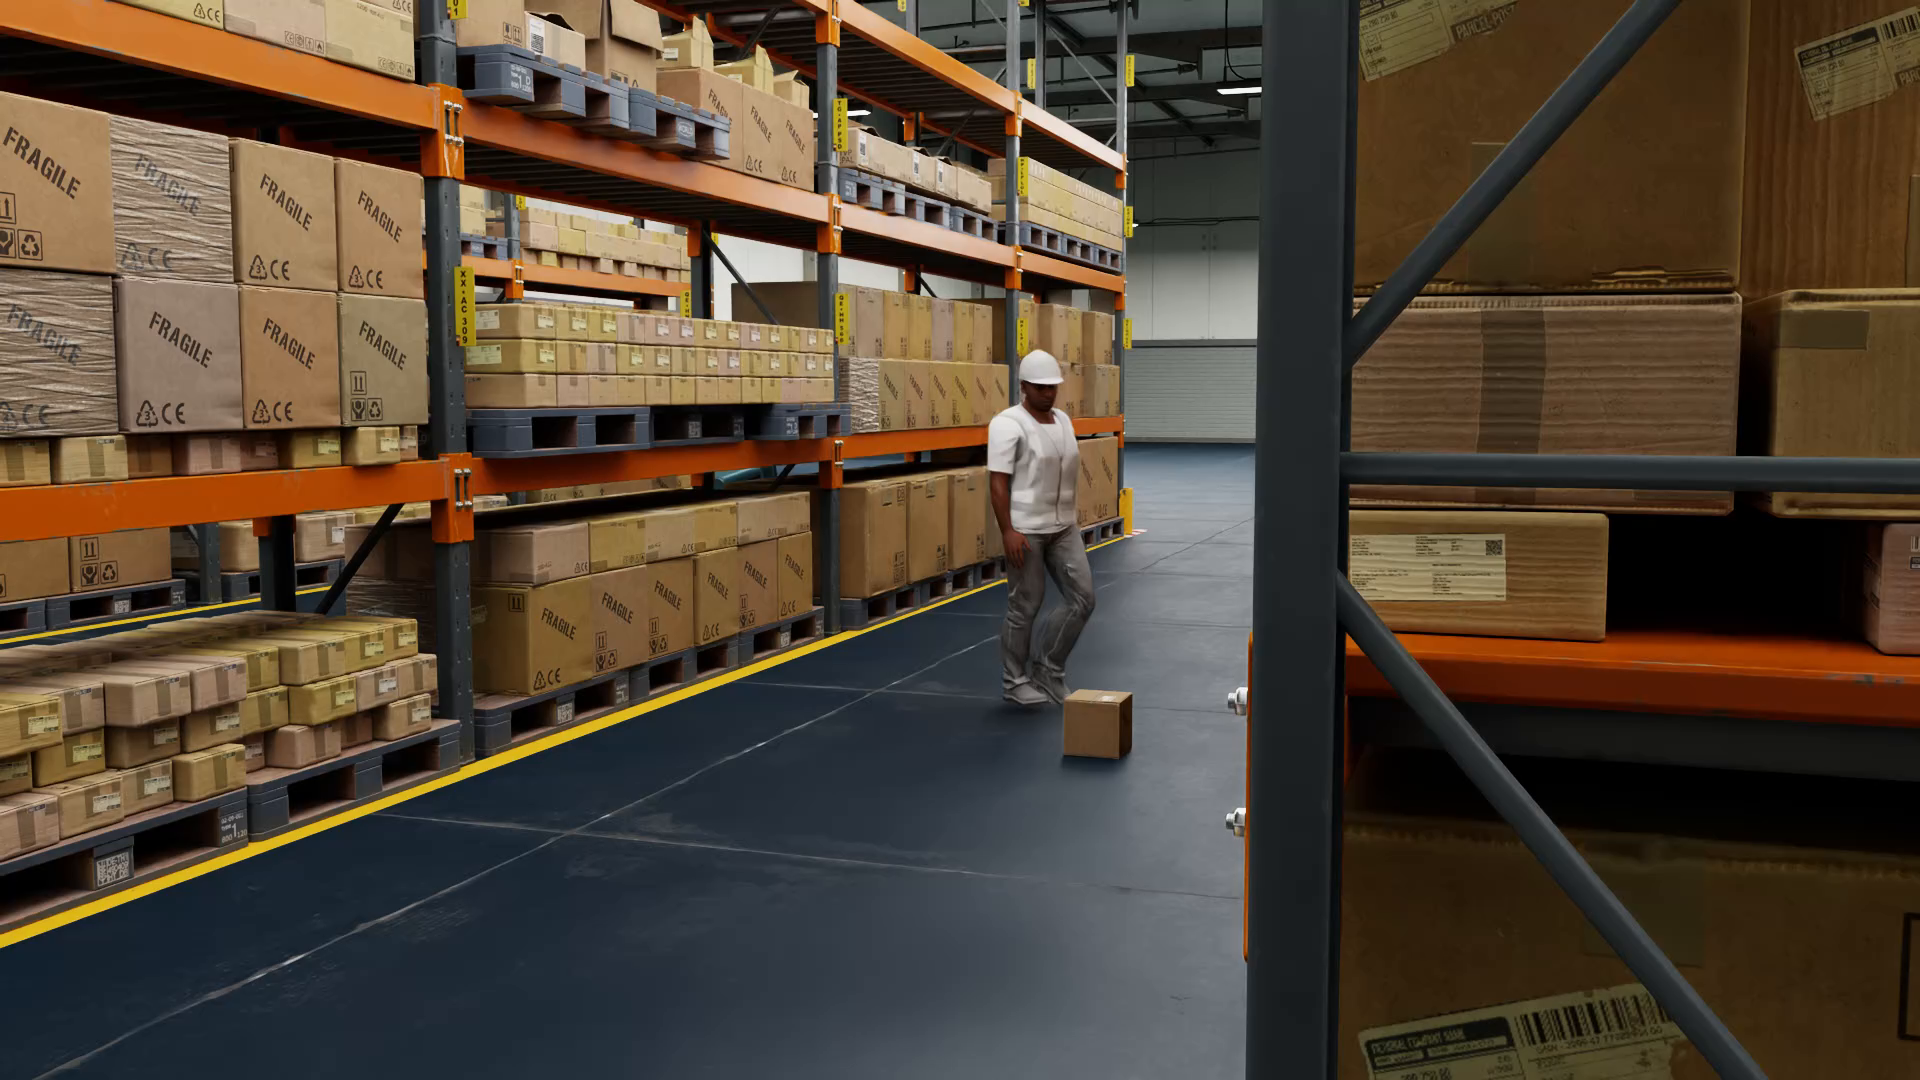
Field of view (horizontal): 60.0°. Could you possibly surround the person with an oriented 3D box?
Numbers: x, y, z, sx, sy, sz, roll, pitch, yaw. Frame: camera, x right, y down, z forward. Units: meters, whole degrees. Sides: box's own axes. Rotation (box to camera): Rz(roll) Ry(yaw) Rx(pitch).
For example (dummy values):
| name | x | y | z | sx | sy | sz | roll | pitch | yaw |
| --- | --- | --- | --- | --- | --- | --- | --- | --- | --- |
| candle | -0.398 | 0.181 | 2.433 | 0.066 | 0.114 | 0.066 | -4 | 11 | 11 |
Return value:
| name | x | y | z | sx | sy | sz | roll | pitch | yaw |
| --- | --- | --- | --- | --- | --- | --- | --- | --- | --- |
| person | 0.387 | -0.037 | 8.220 | 0.615 | 1.794 | 0.457 | -4 | 7 | -41 |
